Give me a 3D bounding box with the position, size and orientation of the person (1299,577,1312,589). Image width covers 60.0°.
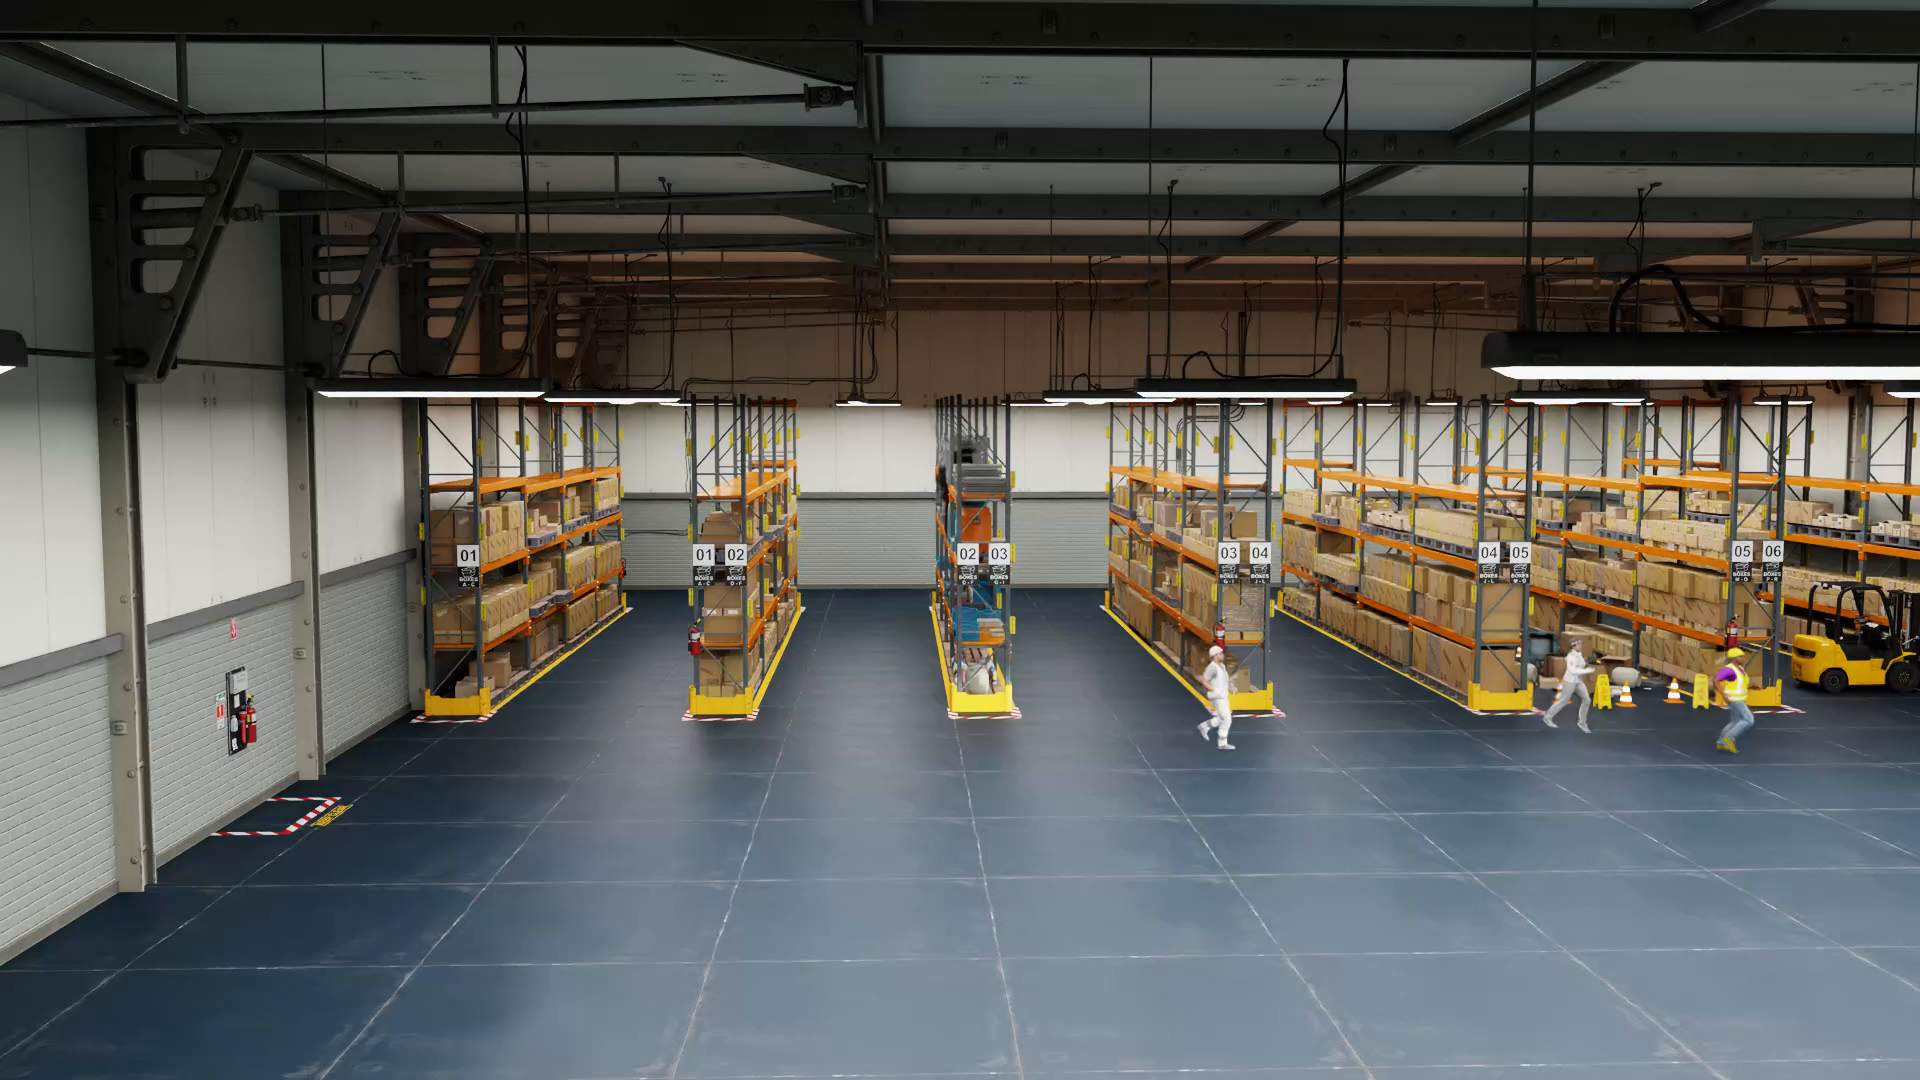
[{"bbox_3d":[10.255,0.993,49.017,1.050,1.723,0.723,0,4,1],"label":"person"}]

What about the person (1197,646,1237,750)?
[{"bbox_3d":[4.308,2.650,28.002,0.708,1.742,0.659,3,5,30],"label":"person"}]

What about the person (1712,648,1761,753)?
[{"bbox_3d":[12.934,2.667,27.635,0.665,1.740,0.685,4,6,40],"label":"person"}]

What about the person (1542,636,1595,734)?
[{"bbox_3d":[10.851,2.557,29.543,0.875,1.739,0.624,4,6,42],"label":"person"}]
